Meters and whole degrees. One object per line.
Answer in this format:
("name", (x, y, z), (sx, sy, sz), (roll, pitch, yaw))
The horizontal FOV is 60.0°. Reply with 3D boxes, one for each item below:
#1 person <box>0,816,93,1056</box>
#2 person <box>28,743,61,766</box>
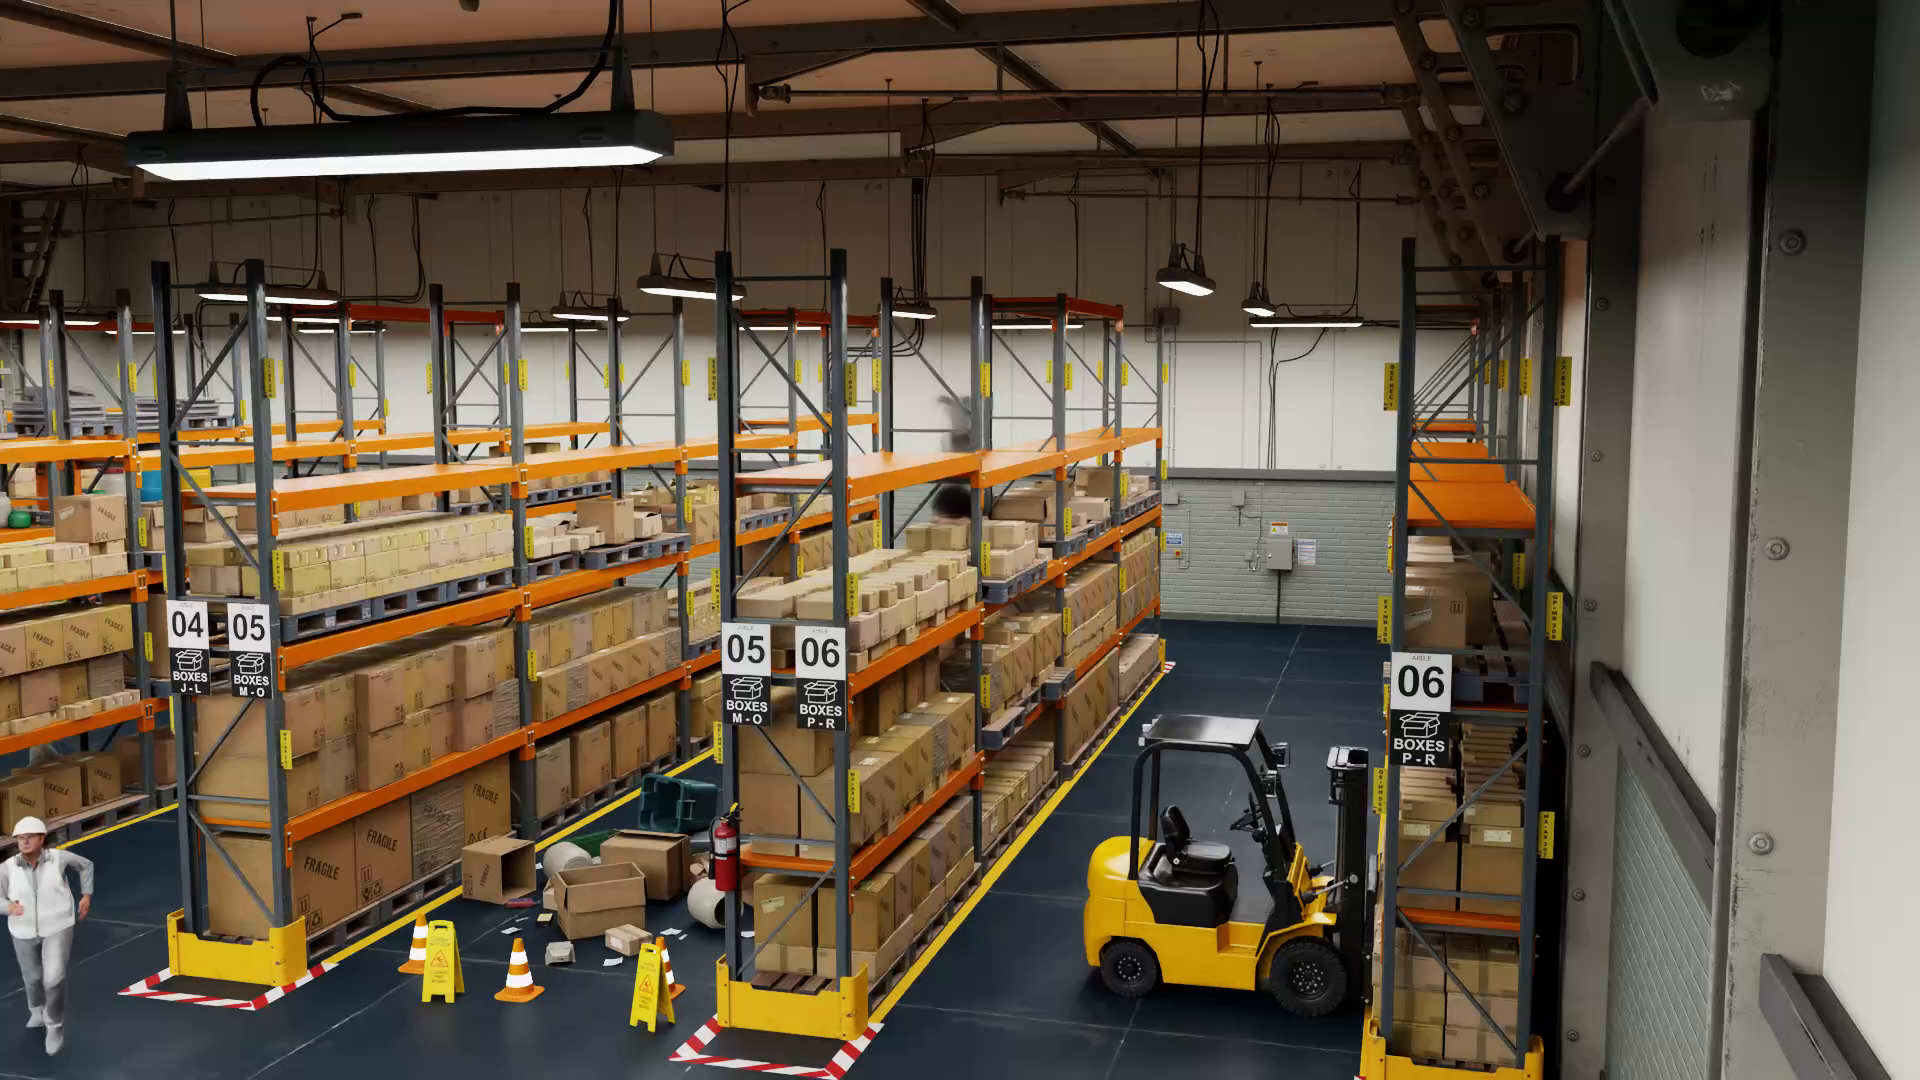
("person", (-6.938, 2.961, 12.587), (0.659, 1.802, 0.878), (-2, 6, -18))
("person", (-11.143, 2.138, 20.105), (0.650, 1.795, 0.959), (1, 6, 8))
